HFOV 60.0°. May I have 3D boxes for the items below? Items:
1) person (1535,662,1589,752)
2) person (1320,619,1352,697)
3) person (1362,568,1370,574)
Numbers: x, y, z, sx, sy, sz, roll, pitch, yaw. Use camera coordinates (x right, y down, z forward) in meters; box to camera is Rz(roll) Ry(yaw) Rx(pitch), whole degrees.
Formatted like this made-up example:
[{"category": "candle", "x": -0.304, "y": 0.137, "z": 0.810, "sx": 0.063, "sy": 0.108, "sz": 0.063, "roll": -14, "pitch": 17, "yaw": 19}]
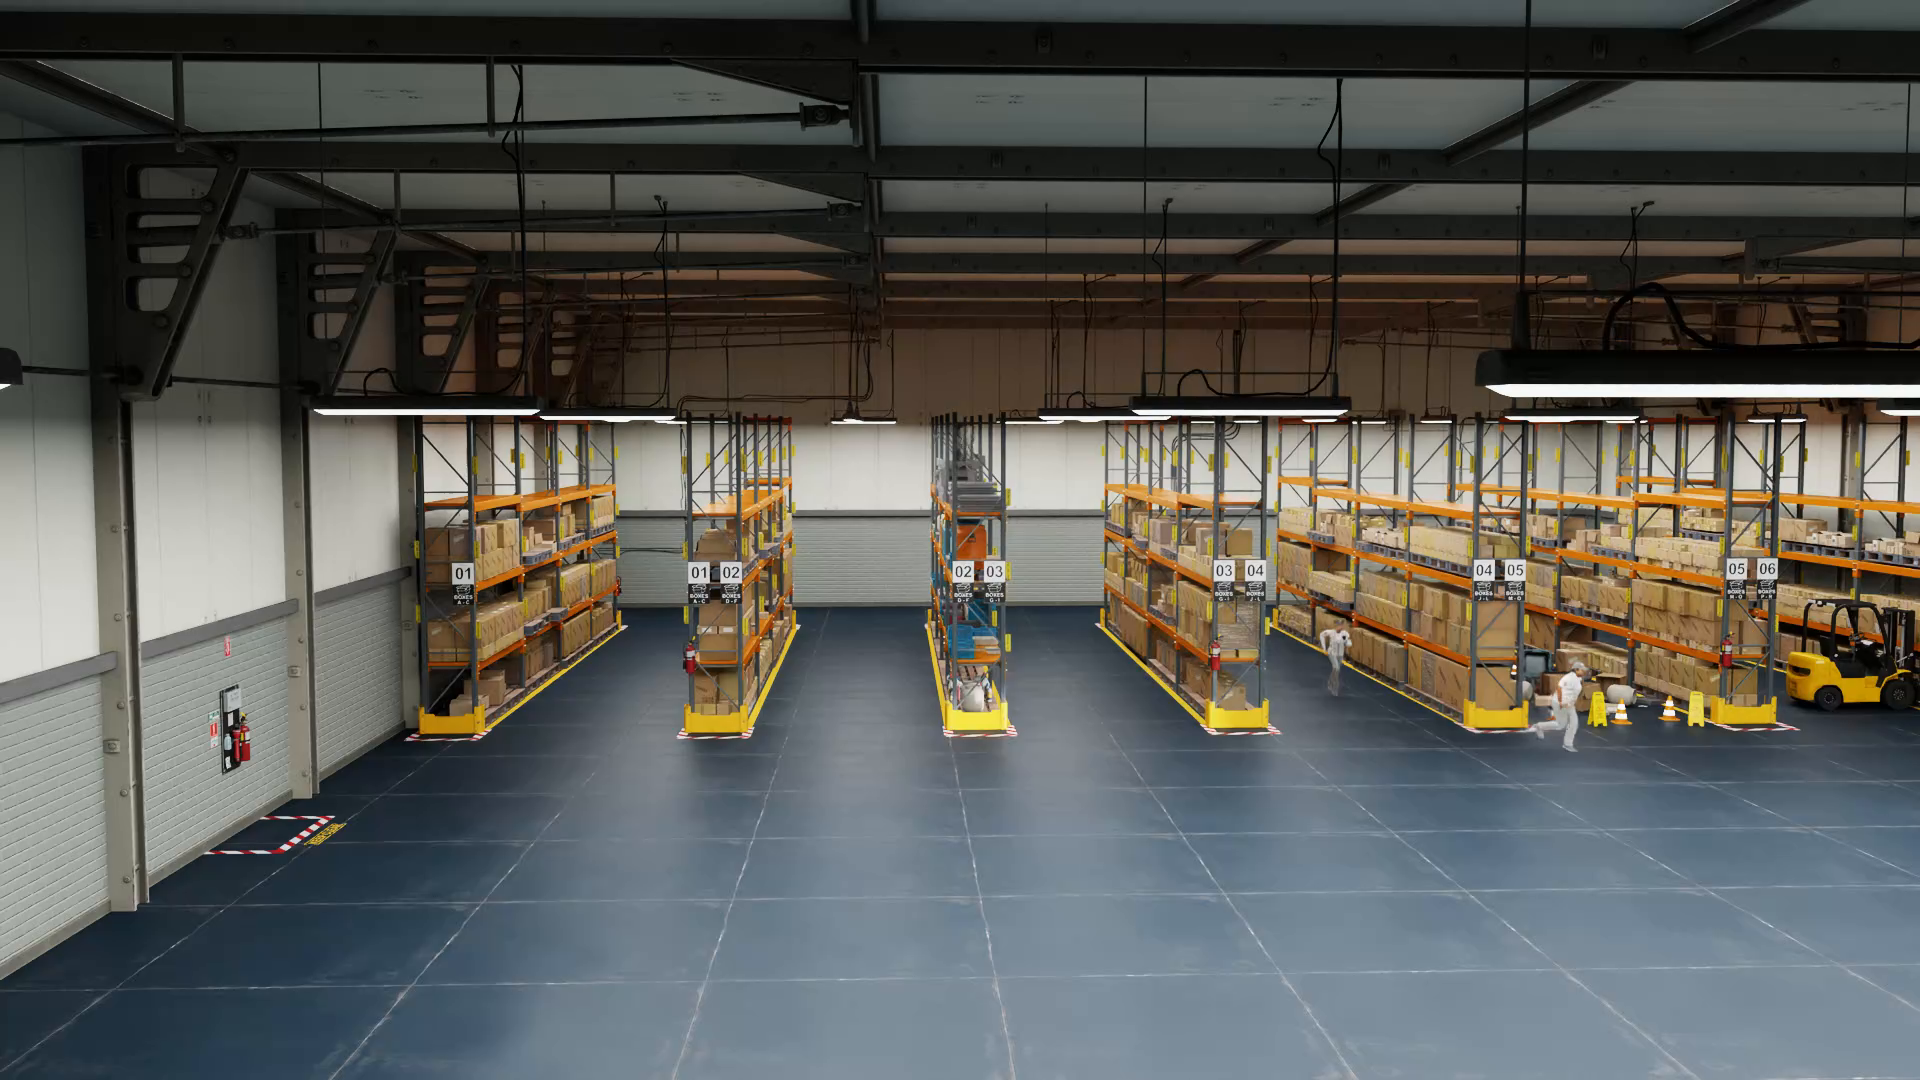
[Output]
[{"category": "person", "x": 10.696, "y": 2.945, "z": 29.543, "sx": 0.915, "sy": 1.621, "sz": 0.607, "roll": 3, "pitch": 5, "yaw": 36}, {"category": "person", "x": 8.012, "y": 2.476, "z": 35.472, "sx": 0.603, "sy": 1.641, "sz": 0.877, "roll": -1, "pitch": 4, "yaw": -9}, {"category": "person", "x": 11.998, "y": 1.601, "z": 49.144, "sx": 0.533, "sy": 1.563, "sz": 0.542, "roll": 0, "pitch": 4, "yaw": -7}]
